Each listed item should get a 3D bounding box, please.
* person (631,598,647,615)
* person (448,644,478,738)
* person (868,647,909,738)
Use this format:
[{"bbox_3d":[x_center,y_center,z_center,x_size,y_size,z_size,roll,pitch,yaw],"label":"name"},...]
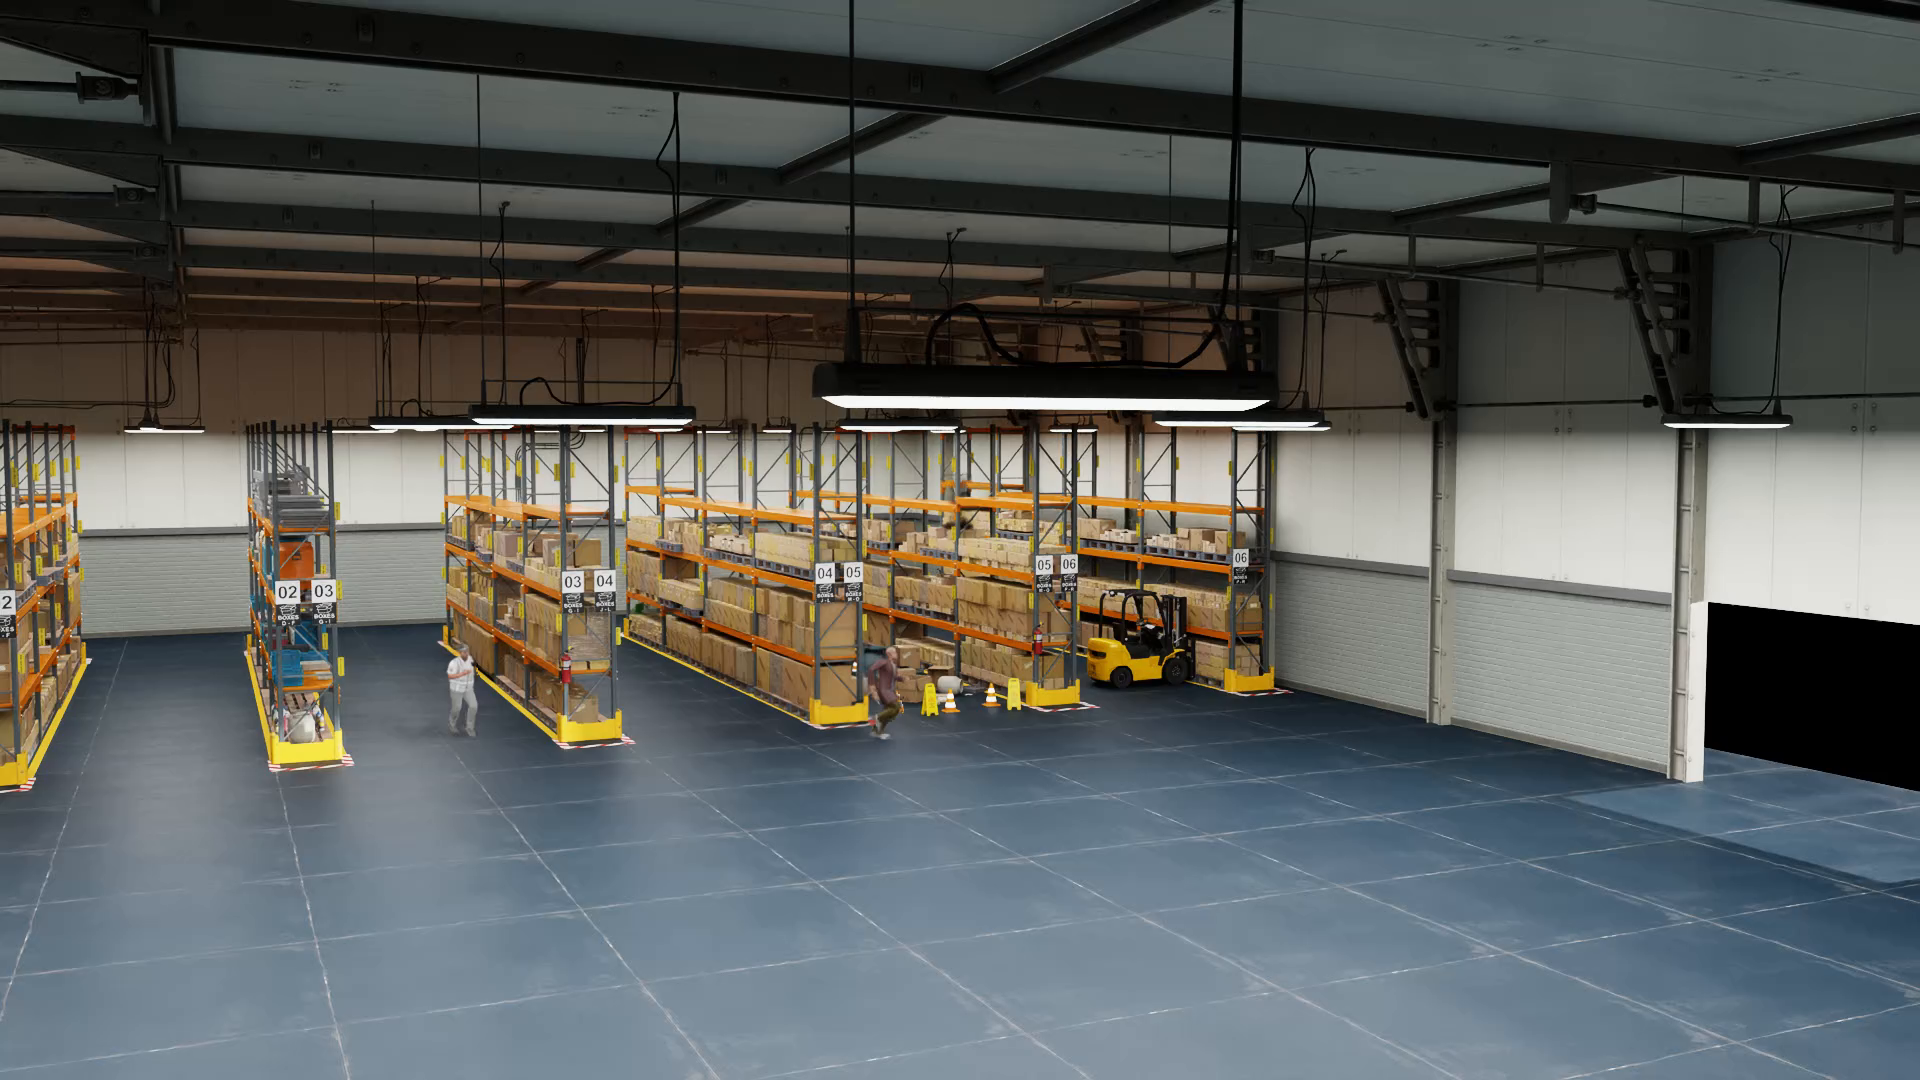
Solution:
[{"bbox_3d":[-9.336,1.818,48.848,0.623,1.725,0.655,-1,4,-21],"label":"person"},{"bbox_3d":[-9.508,2.884,31.692,0.640,1.848,0.882,-3,5,-43],"label":"person"},{"bbox_3d":[-1.340,2.890,31.430,0.754,1.729,0.759,1,4,23],"label":"person"}]
